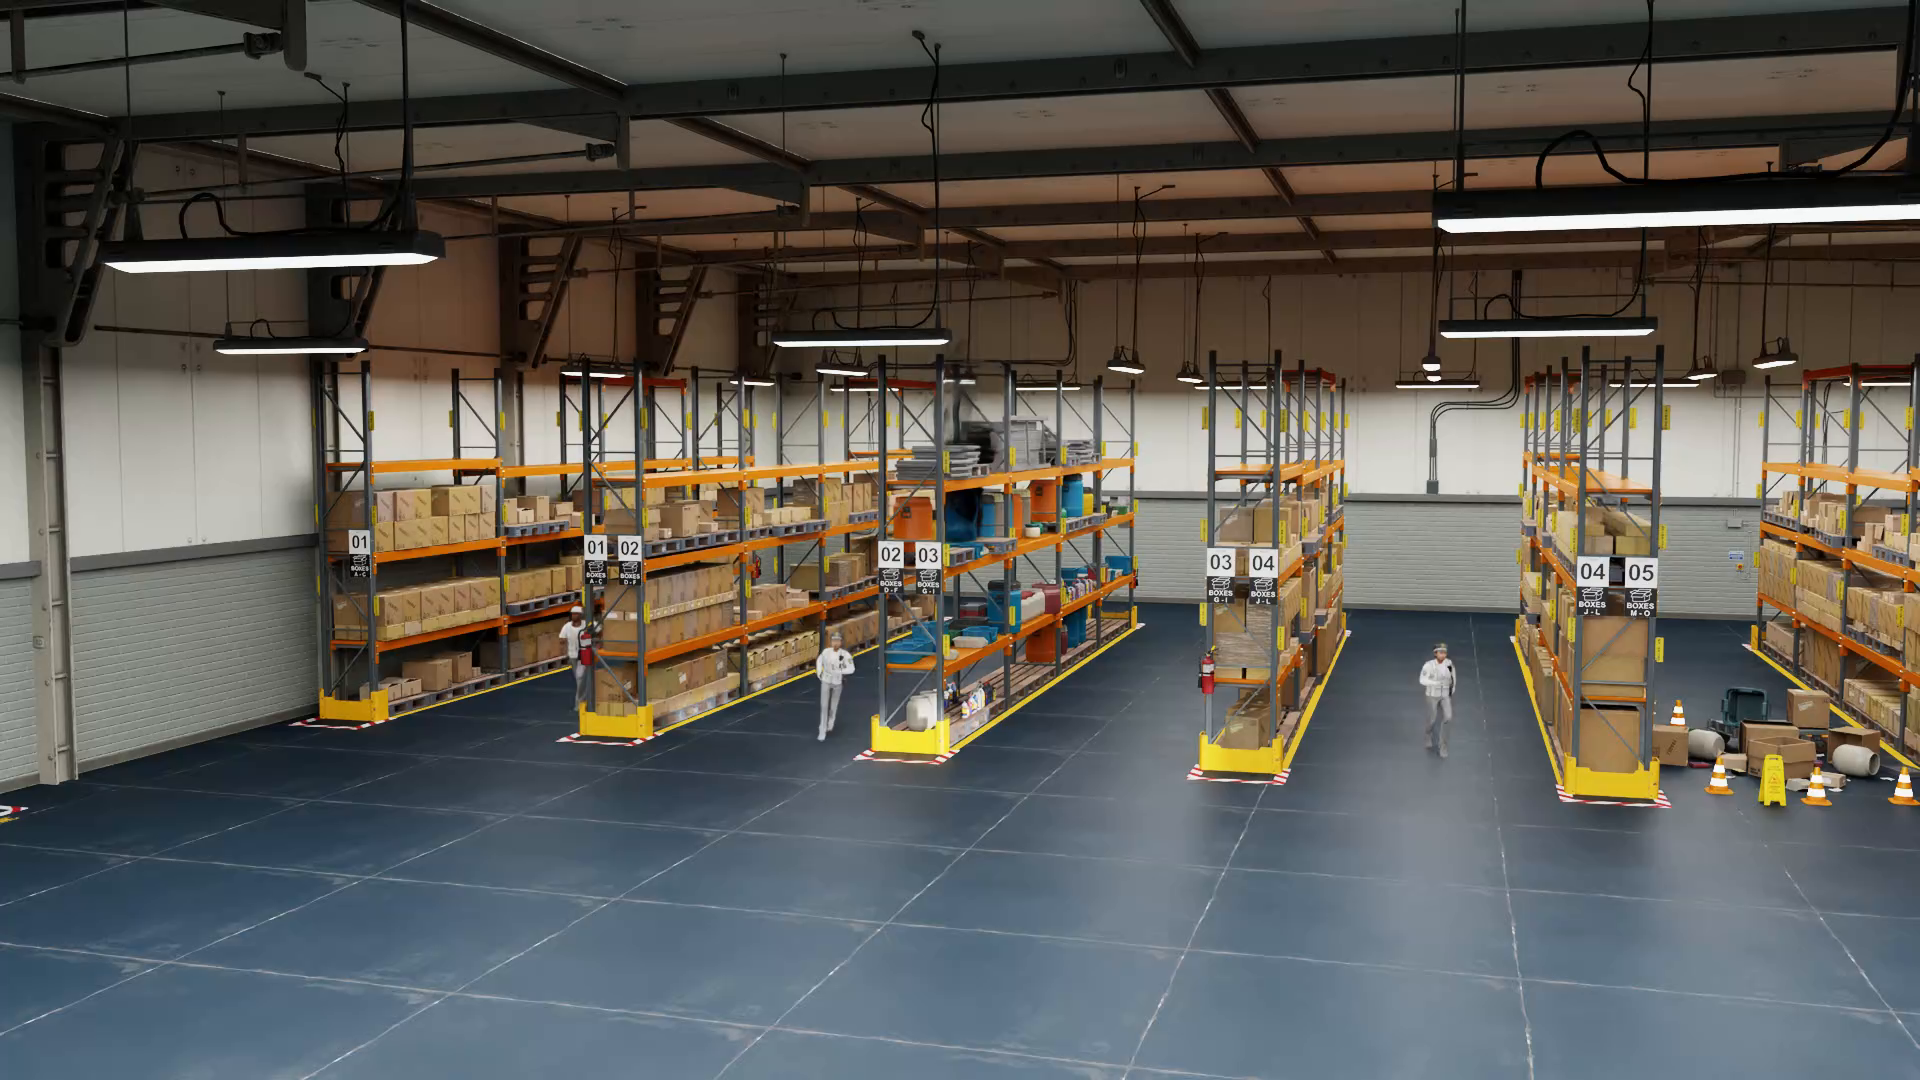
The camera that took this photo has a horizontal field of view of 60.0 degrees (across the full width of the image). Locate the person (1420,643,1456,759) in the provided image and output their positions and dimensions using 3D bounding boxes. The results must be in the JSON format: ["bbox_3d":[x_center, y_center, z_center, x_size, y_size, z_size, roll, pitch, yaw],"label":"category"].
[{"bbox_3d":[7.181,2.382,25.016,0.638,1.728,0.830,0,4,-5],"label":"person"}]

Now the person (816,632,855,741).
[{"bbox_3d":[-1.982,2.294,26.407,0.640,1.706,0.874,0,4,4],"label":"person"}]

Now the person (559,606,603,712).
[{"bbox_3d":[-6.624,2.049,29.063,0.710,1.820,0.906,1,4,11],"label":"person"}]
